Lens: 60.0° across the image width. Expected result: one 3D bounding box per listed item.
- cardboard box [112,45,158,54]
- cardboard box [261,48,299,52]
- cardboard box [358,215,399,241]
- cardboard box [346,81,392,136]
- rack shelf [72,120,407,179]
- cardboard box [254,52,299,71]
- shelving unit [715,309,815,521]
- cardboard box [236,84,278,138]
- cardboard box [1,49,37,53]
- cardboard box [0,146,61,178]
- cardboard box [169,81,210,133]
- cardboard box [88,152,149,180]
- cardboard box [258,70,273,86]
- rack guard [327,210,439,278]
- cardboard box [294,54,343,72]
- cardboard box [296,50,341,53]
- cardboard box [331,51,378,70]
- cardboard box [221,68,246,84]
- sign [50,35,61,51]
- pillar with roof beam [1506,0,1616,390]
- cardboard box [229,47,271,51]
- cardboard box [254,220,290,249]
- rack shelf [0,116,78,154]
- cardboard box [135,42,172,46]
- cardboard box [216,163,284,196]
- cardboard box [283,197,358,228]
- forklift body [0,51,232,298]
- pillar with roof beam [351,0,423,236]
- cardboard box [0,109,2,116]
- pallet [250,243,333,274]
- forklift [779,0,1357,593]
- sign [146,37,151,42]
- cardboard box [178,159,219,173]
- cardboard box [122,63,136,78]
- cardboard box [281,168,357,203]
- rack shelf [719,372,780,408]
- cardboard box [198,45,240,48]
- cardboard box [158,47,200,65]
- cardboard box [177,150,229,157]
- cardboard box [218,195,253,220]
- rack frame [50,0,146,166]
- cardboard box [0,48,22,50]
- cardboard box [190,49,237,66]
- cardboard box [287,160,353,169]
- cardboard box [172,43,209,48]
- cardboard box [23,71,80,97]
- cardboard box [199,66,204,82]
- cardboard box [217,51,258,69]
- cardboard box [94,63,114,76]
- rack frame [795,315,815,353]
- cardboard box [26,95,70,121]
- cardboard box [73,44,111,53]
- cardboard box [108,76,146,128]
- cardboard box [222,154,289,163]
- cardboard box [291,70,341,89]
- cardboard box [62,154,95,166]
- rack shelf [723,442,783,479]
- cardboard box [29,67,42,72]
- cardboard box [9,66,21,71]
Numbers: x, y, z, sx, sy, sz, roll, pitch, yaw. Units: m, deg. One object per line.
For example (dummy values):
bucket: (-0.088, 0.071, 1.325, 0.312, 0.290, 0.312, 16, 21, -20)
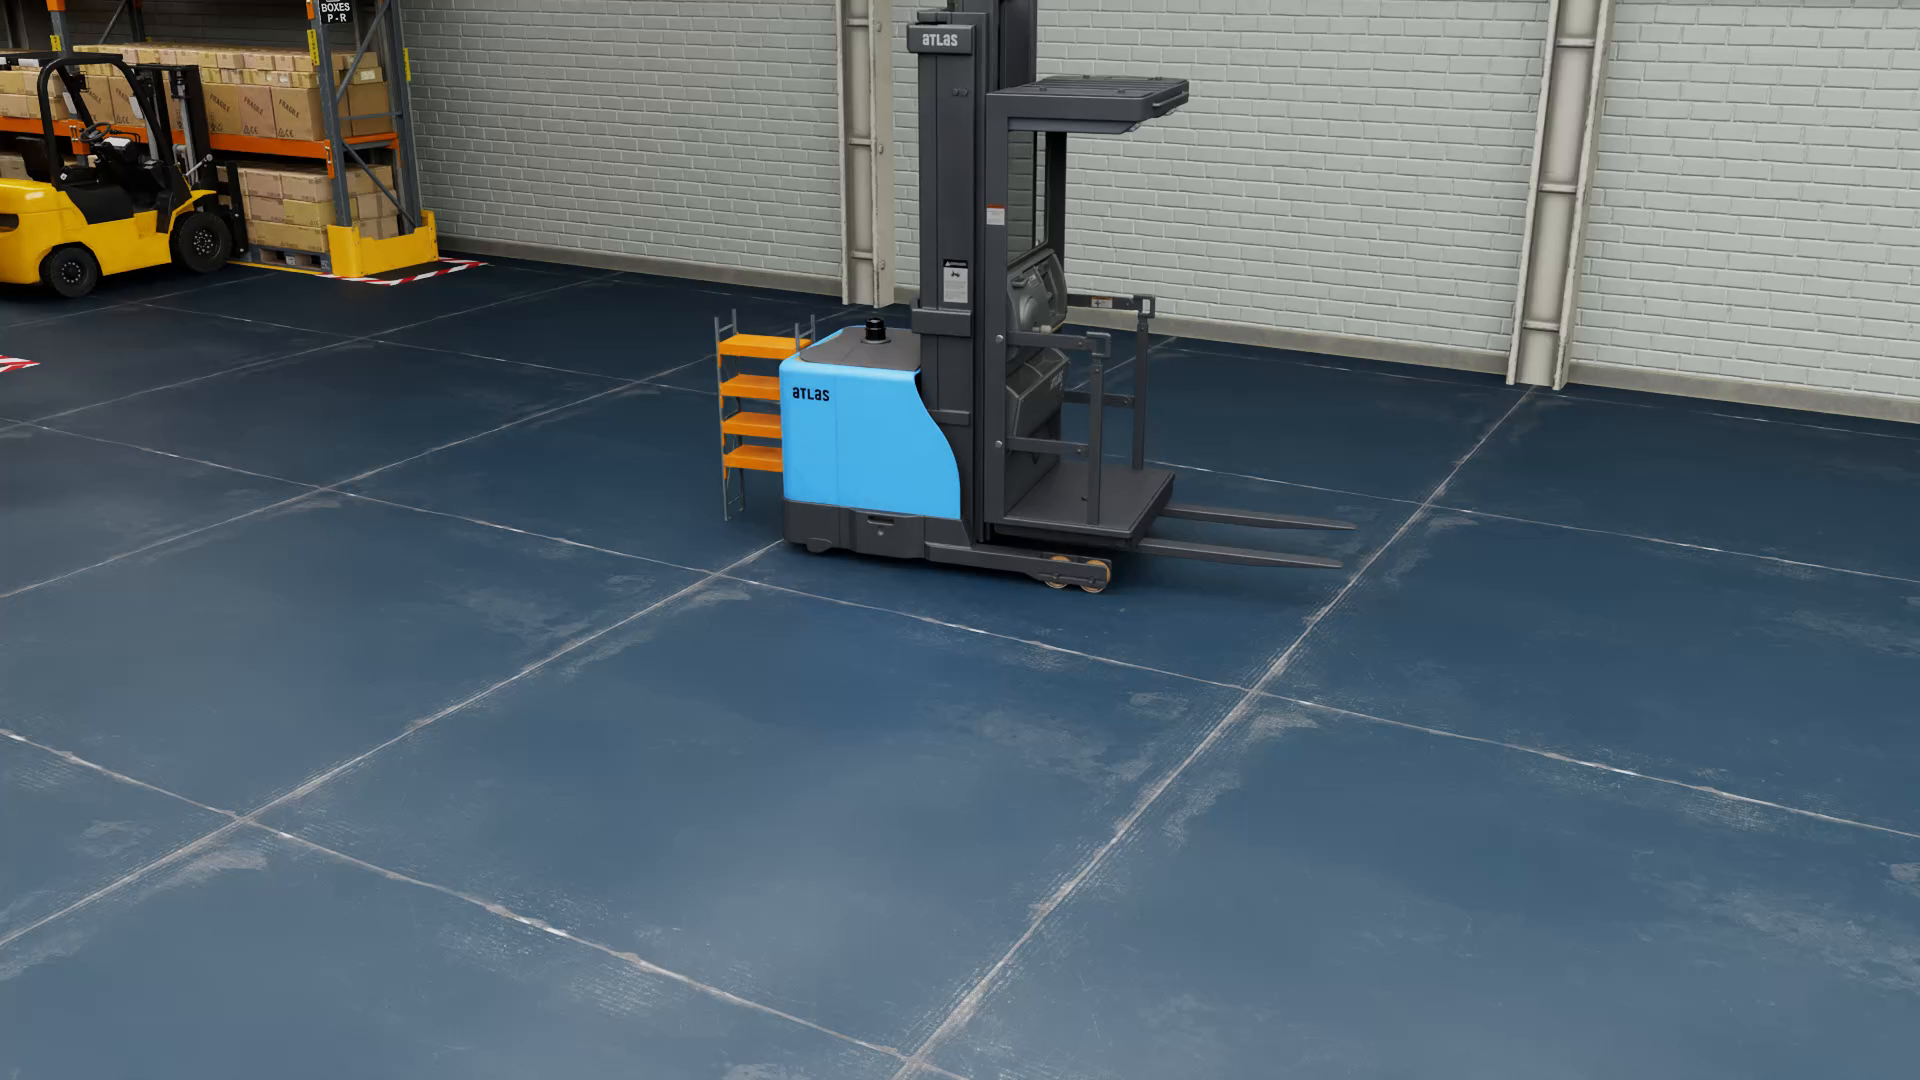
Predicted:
cardboard box: (-8.772, -5.181, 17.714, 0.250, 0.149, 0.380, 10, 22, 26)
cardboard box: (-7.002, -5.008, 17.237, 0.250, 0.149, 0.380, 12, 23, 29)
cardboard box: (-6.246, -3.266, 17.386, 0.500, 0.250, 0.500, 11, 23, 28)
cardboard box: (-6.210, -4.433, 17.041, 0.500, 0.500, 0.500, 12, 23, 29)
rack shelf: (-7.659, -4.216, 17.643, 4.000, 0.370, 1.077, 11, 23, 27)
cardboard box: (-6.800, -4.777, 16.602, 0.250, 0.149, 0.380, 11, 23, 28)
shelving unit: (-1.091, -0.687, 9.498, 0.503, 1.200, 0.258, 7, 21, 17)
cardboard box: (-6.919, -4.361, 16.842, 0.500, 0.500, 0.500, 12, 23, 29)
cardboard box: (-10.915, -5.628, 19.384, 0.250, 0.149, 0.380, 11, 23, 28)
cardboard box: (-11.197, -4.307, 19.706, 0.625, 0.625, 0.875, 10, 22, 25)
cardboard box: (-7.811, -4.526, 17.298, 0.500, 0.500, 0.500, 11, 23, 28)
cardboard box: (-9.136, -4.088, 18.185, 0.500, 0.250, 0.500, 10, 22, 26)
cardboard box: (-6.786, -4.643, 16.667, 0.250, 0.149, 0.380, 11, 23, 28)
rack guard: (-5.892, -3.042, 17.019, 0.348, 0.500, 1.175, 11, 23, 27)
cardboard box: (-6.328, -4.710, 16.416, 0.250, 0.149, 0.380, 11, 23, 27)
cardboard box: (-6.551, -4.926, 17.011, 0.250, 0.149, 0.380, 11, 23, 28)
cardboard box: (-6.102, -4.833, 16.754, 0.250, 0.149, 0.380, 10, 22, 26)
cardboard box: (-7.253, -4.717, 16.873, 0.250, 0.149, 0.380, 10, 22, 26)
sign: (-9.661, -5.230, 17.804, 0.005, 0.325, 0.100, 11, 23, 27)
pillar with roof beam: (2.296, -4.148, 7.605, 0.400, 9.000, 9.100, 11, 23, 27)
cardboard box: (-7.438, -5.098, 17.487, 0.250, 0.149, 0.380, 11, 23, 28)
cardboard box: (-6.907, -3.196, 17.193, 0.500, 0.250, 0.500, 11, 23, 27)
rack shelf: (-11.151, -4.881, 19.477, 4.000, 0.370, 1.077, 11, 23, 27)
cardboard box: (-8.780, -5.361, 18.211, 0.250, 0.149, 0.380, 10, 22, 26)
cardboard box: (-7.361, -3.744, 17.238, 0.500, 0.250, 0.500, 11, 23, 28)
cardboard box: (-6.490, -3.349, 16.882, 0.500, 0.250, 0.500, 10, 22, 27)
forklift body: (-8.458, -3.595, 16.120, 1.214, 2.155, 2.313, 11, 23, 27)
pillar with roof beam: (-8.181, -6.144, 13.106, 0.400, 9.000, 9.100, 11, 23, 27)
cardboard box: (-10.833, -4.996, 18.958, 0.500, 0.250, 0.500, 11, 23, 28)
pallet: (-6.601, -3.025, 17.395, 1.213, 0.211, 1.003, 11, 23, 27)
forklift: (0.592, -1.308, 8.674, 3.031, 2.935, 1.130, 7, 21, 18)
sign: (-9.136, -5.496, 18.732, 0.005, 0.325, 0.100, 11, 23, 27)
cardboard box: (-8.254, -3.920, 17.723, 0.500, 0.250, 0.500, 12, 23, 29)
cardboard box: (-8.608, -4.966, 17.560, 0.250, 0.149, 0.380, 11, 23, 28)
cardboard box: (-6.467, -3.580, 16.785, 0.500, 0.250, 0.500, 12, 23, 29)
rack shelf: (-1.091, -0.834, 9.445, 0.480, 0.148, 0.258, 7, 21, 17)
cardboard box: (-7.877, -5.193, 17.747, 0.250, 0.149, 0.380, 11, 22, 27)
cardboard box: (-8.108, -5.046, 17.344, 0.250, 0.149, 0.380, 11, 23, 27)
cardboard box: (-8.431, -4.157, 18.377, 0.500, 0.250, 0.500, 10, 22, 27)
cardboard box: (-7.384, -3.515, 17.340, 0.500, 0.250, 0.500, 10, 22, 26)
rack frame: (-9.405, -4.887, 18.437, 0.127, 3.000, 1.000, 11, 23, 27)
cardboard box: (-11.338, -5.735, 19.679, 0.250, 0.149, 0.380, 10, 22, 26)
cardboard box: (-7.670, -4.963, 17.115, 0.250, 0.149, 0.380, 11, 23, 28)
cardboard box: (-6.678, -3.814, 17.432, 0.500, 0.250, 0.500, 11, 23, 27)
cardboard box: (-8.293, -5.298, 18.038, 0.250, 0.149, 0.380, 10, 22, 26)
cardboard box: (-9.958, -5.057, 18.393, 0.500, 0.250, 0.500, 10, 22, 26)
cardboard box: (-7.658, -4.822, 17.161, 0.250, 0.149, 0.380, 11, 22, 27)
cardboard box: (-7.263, -4.851, 16.805, 0.250, 0.149, 0.380, 11, 23, 29)
cardboard box: (-9.028, -5.065, 17.830, 0.250, 0.149, 0.380, 11, 23, 29)
rack frame: (-0.860, -0.660, 9.425, 0.015, 1.200, 0.240, 7, 21, 17)
cardboard box: (-9.972, -4.822, 18.479, 0.500, 0.250, 0.500, 11, 23, 29)
cardboard box: (-9.271, -5.237, 17.869, 0.250, 0.149, 0.380, 11, 23, 28)
cardboard box: (-8.682, -4.700, 17.777, 0.500, 0.500, 0.500, 11, 23, 28)
cardboard box: (-7.553, -3.988, 17.911, 0.500, 0.250, 0.500, 10, 22, 26)
cardboard box: (-6.352, -4.547, 16.405, 0.250, 0.149, 0.380, 11, 23, 28)
cardboard box: (-9.866, -4.051, 19.001, 0.625, 0.625, 0.875, 12, 23, 30)
rack shelf: (-1.091, -0.437, 9.589, 0.480, 0.148, 0.258, 7, 21, 17)
cardboard box: (-10.046, -5.267, 18.387, 0.250, 0.149, 0.380, 10, 22, 27)
cardboard box: (-10.528, -5.327, 18.555, 0.250, 0.149, 0.380, 10, 22, 26)
